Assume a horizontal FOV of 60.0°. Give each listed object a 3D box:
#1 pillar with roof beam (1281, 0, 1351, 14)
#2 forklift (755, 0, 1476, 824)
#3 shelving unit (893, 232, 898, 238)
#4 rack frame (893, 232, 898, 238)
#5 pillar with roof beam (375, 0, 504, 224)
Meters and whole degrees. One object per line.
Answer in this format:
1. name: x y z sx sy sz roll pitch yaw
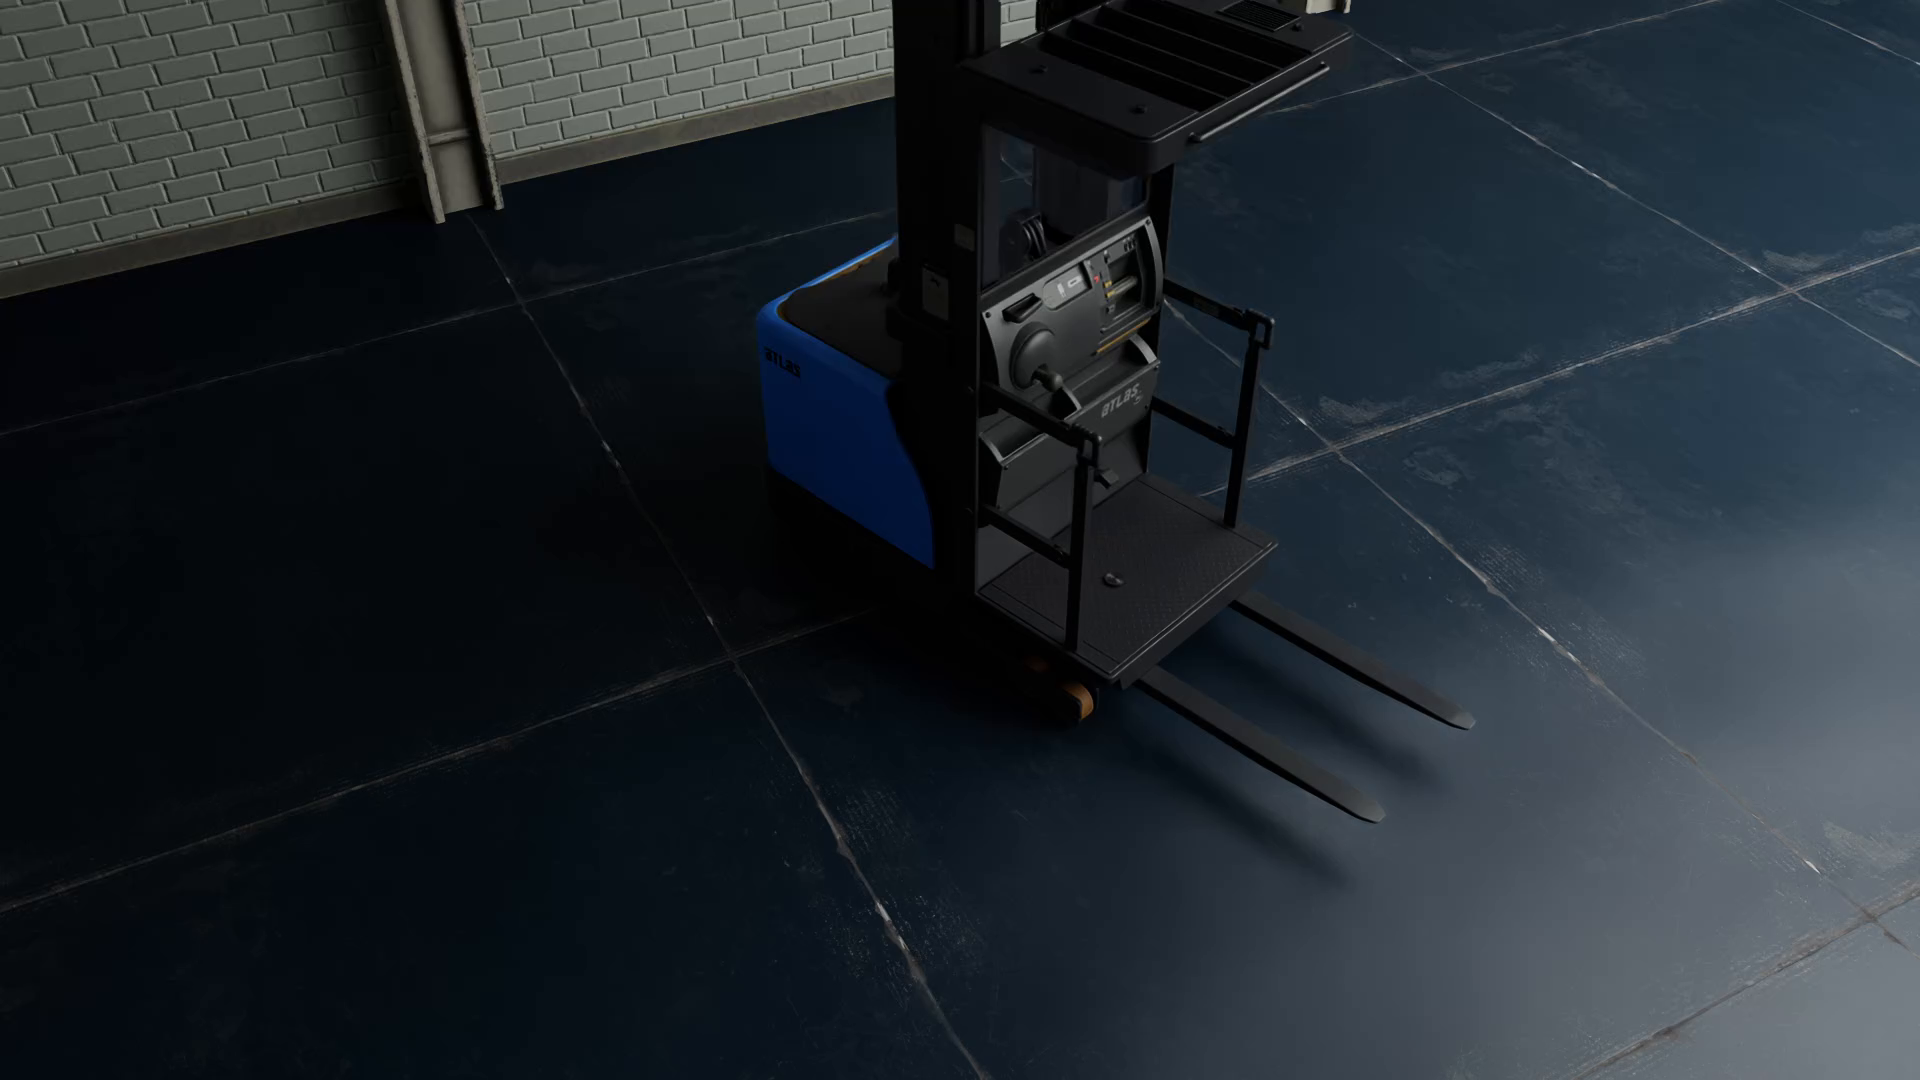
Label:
1. pillar with roof beam: 4.464 -4.682 5.816 0.400 9.000 9.100 -19 44 -21
2. forklift: 0.573 -0.797 5.924 3.031 2.935 1.130 31 49 32
3. shelving unit: -0.146 -1.015 7.753 0.258 0.900 0.210 -19 44 -21
4. rack frame: -0.194 -1.073 7.822 0.240 0.900 0.006 -19 44 -21
5. pillar with roof beam: -0.857 -2.892 3.701 0.400 9.000 9.100 -19 44 -21
